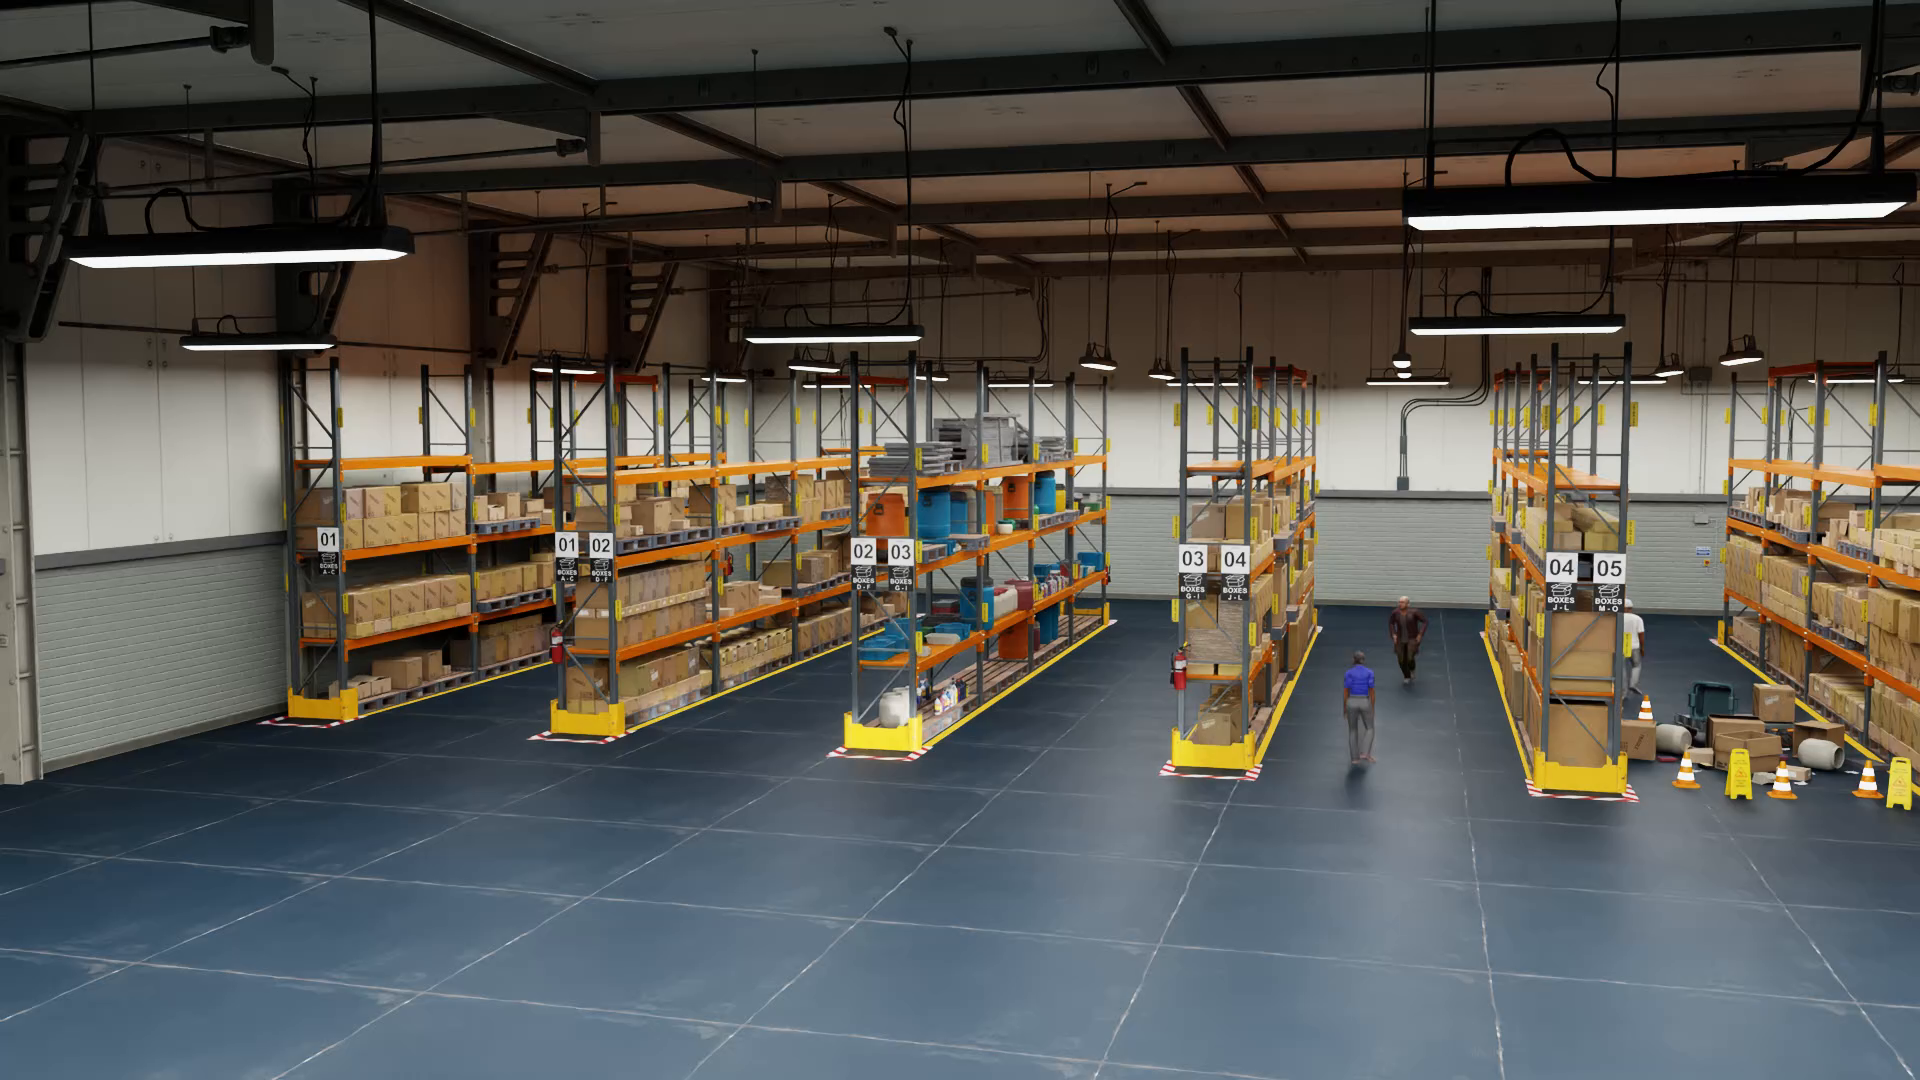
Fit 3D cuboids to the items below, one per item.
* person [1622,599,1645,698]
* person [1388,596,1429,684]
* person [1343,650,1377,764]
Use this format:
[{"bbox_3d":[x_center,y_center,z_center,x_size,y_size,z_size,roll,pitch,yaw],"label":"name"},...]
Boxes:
[{"bbox_3d":[11.939,1.938,29.773,0.598,1.767,0.505,2,4,20],"label":"person"},{"bbox_3d":[8.420,1.878,31.229,0.752,1.685,0.638,2,5,26],"label":"person"},{"bbox_3d":[5.776,2.419,24.009,0.497,1.655,0.507,1,4,16],"label":"person"}]
